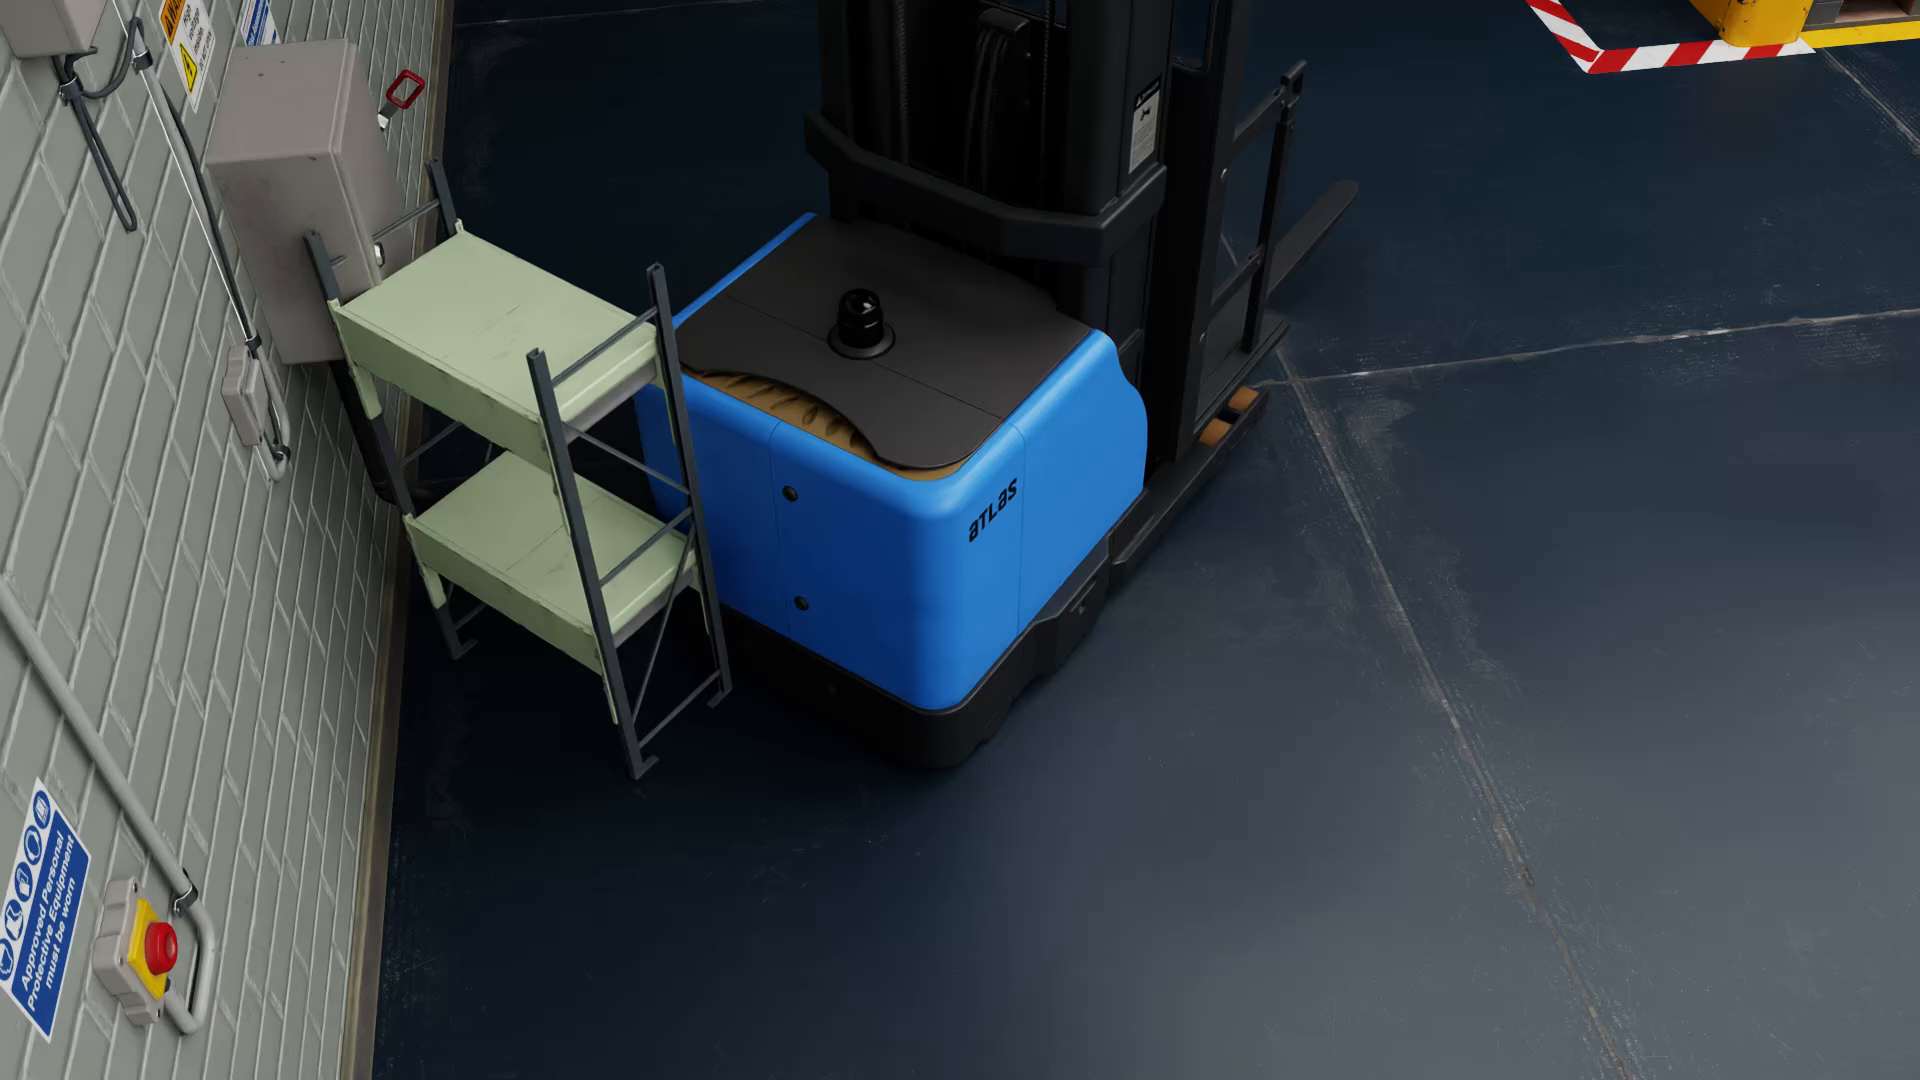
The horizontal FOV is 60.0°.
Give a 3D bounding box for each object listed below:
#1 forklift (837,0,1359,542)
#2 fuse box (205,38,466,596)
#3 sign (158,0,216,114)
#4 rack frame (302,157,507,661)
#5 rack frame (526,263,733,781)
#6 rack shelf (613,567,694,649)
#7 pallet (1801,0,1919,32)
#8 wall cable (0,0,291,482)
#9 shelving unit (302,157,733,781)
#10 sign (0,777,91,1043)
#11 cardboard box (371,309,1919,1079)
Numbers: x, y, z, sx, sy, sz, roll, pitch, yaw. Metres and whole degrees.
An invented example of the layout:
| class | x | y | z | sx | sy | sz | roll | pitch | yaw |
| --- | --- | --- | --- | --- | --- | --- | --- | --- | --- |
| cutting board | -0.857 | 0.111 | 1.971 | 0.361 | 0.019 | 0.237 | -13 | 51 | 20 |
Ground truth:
| class | x | y | z | sx | sy | sz | roll | pitch | yaw |
| --- | --- | --- | --- | --- | --- | --- | --- | --- | --- |
| forklift | 0.407 | -1.420 | 4.645 | 1.107 | 2.843 | 2.937 | 26 | 51 | 23 |
| fuse box | -1.516 | -0.466 | 4.510 | 0.414 | 1.711 | 0.539 | -7 | 46 | -7 |
| sign | -1.711 | -1.135 | 3.687 | 0.001 | 0.242 | 0.339 | -7 | 46 | -7 |
| rack frame | -1.378 | -0.287 | 4.457 | 0.023 | 1.500 | 0.400 | 27 | 52 | 24 |
| rack frame | -0.786 | 0.020 | 4.154 | 0.023 | 1.500 | 0.400 | 27 | 52 | 24 |
| rack shelf | -1.080 | 0.043 | 4.488 | 0.664 | 0.071 | 0.332 | 27 | 52 | 24 |
| pallet | 4.261 | -2.775 | 7.777 | 1.213 | 0.211 | 1.003 | -7 | 46 | -7 |
| wall cable | -1.555 | -0.762 | 3.195 | 0.122 | 1.984 | 0.588 | -7 | 46 | -7 |
| shelving unit | -1.082 | -0.134 | 4.306 | 0.755 | 1.500 | 0.400 | 27 | 52 | 24 |
| sign | -1.354 | 0.544 | 2.455 | 0.001 | 0.218 | 0.327 | -7 | 46 | -7 |
| cardboard box | 5.311 | 0.540 | 3.654 | 13.522 | 1.550 | 6.103 | -8 | 47 | -7 |
